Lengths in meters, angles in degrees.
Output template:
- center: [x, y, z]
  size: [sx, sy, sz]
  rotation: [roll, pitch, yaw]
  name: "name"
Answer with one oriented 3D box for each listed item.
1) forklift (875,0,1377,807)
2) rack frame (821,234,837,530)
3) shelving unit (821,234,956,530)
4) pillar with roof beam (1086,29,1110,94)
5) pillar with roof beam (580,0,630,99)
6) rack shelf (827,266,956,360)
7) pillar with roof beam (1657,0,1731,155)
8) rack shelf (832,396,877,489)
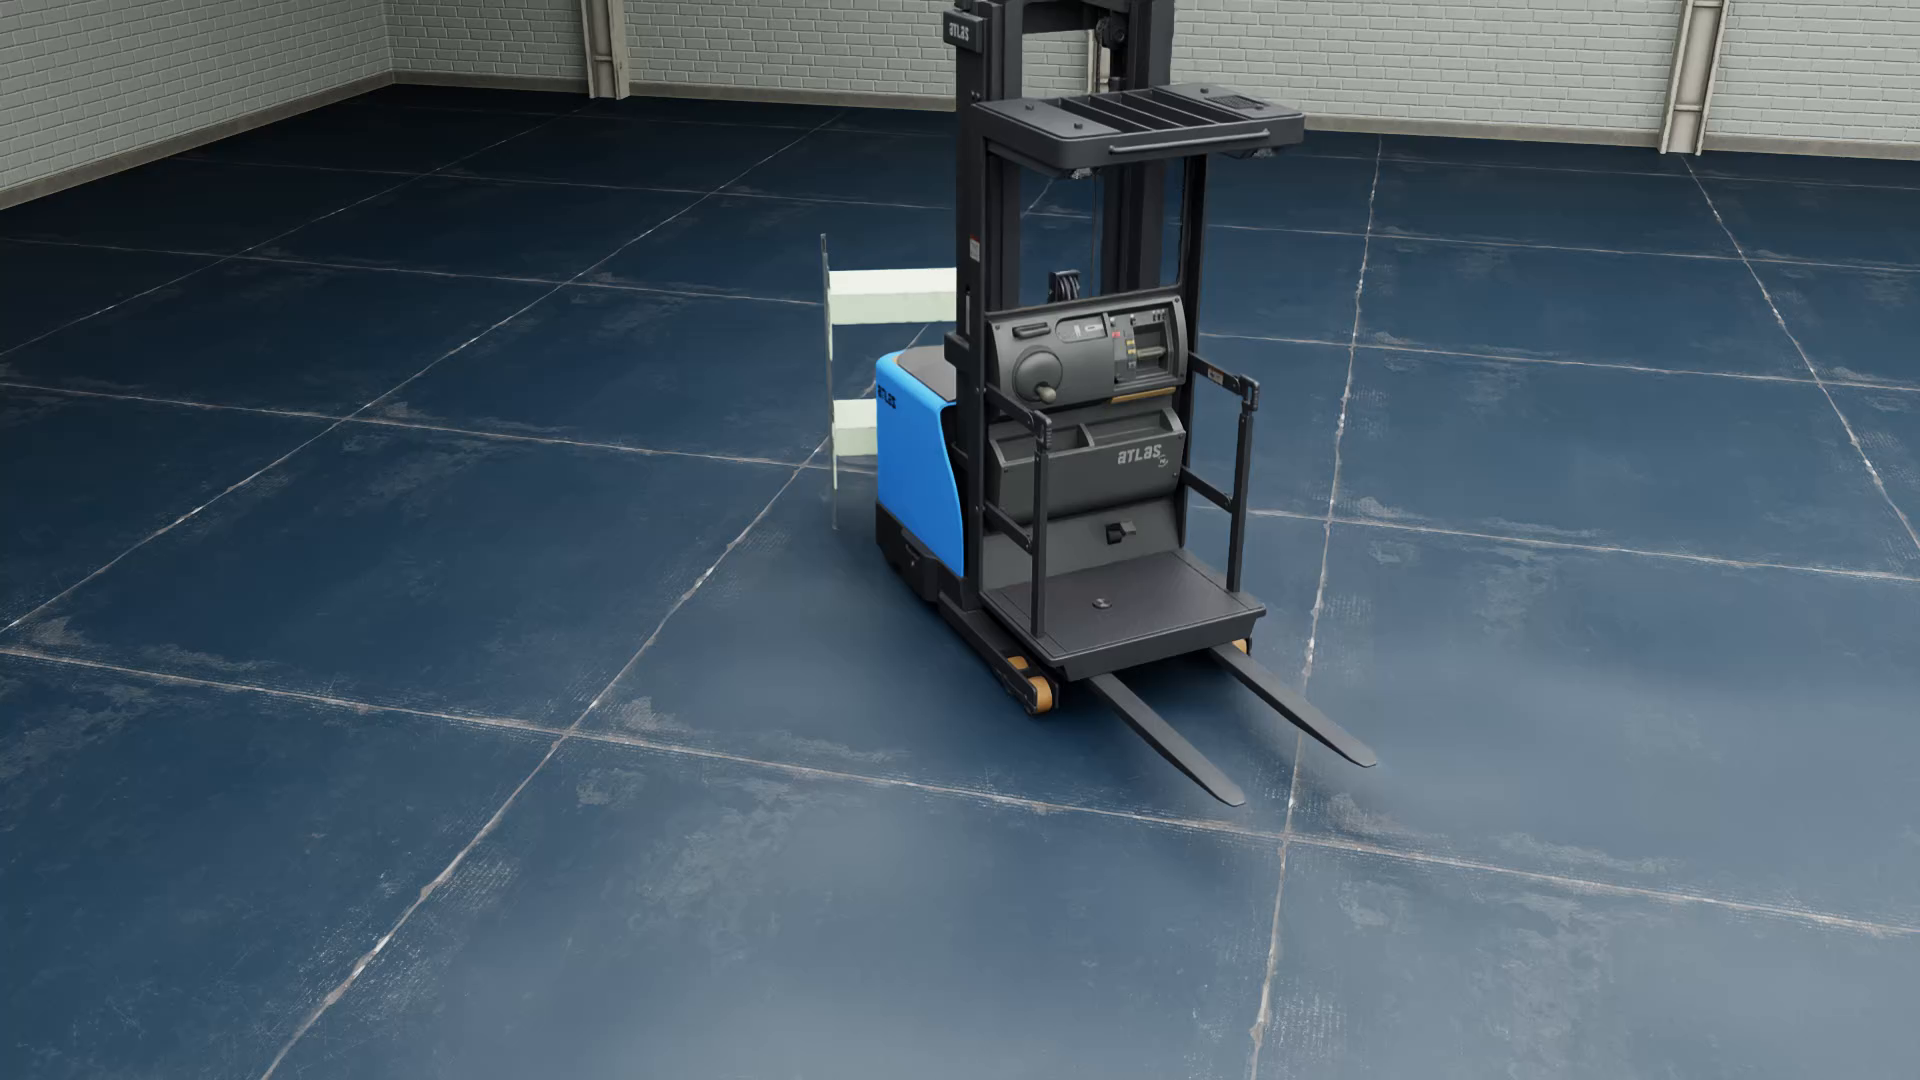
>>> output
- center: [0.659, -0.785, 6.990]
  size: [1.130, 2.935, 3.031]
  rotation: [-12, 28, -23]
  name: "forklift"
- center: [-0.687, -0.817, 8.721]
  size: [0.023, 1.500, 0.400]
  rotation: [-2, 26, -5]
  name: "rack frame"
- center: [-0.323, -0.832, 8.752]
  size: [0.755, 1.500, 0.431]
  rotation: [-2, 26, -5]
  name: "shelving unit"
- center: [0.552, -6.939, 12.857]
  size: [0.400, 9.000, 9.100]
  rotation: [6, 26, 13]
  name: "pillar with roof beam"
- center: [-5.259, -7.582, 14.206]
  size: [0.400, 9.000, 9.100]
  rotation: [6, 26, 13]
  name: "pillar with roof beam"
- center: [-0.323, -1.184, 8.584]
  size: [0.720, 0.370, 0.431]
  rotation: [-2, 26, -5]
  name: "rack shelf"
- center: [6.363, -6.297, 11.508]
  size: [0.400, 9.000, 9.100]
  rotation: [6, 26, 13]
  name: "pillar with roof beam"
- center: [-0.323, -0.537, 8.892]
  size: [0.720, 0.370, 0.431]
  rotation: [-2, 26, -5]
  name: "rack shelf"
